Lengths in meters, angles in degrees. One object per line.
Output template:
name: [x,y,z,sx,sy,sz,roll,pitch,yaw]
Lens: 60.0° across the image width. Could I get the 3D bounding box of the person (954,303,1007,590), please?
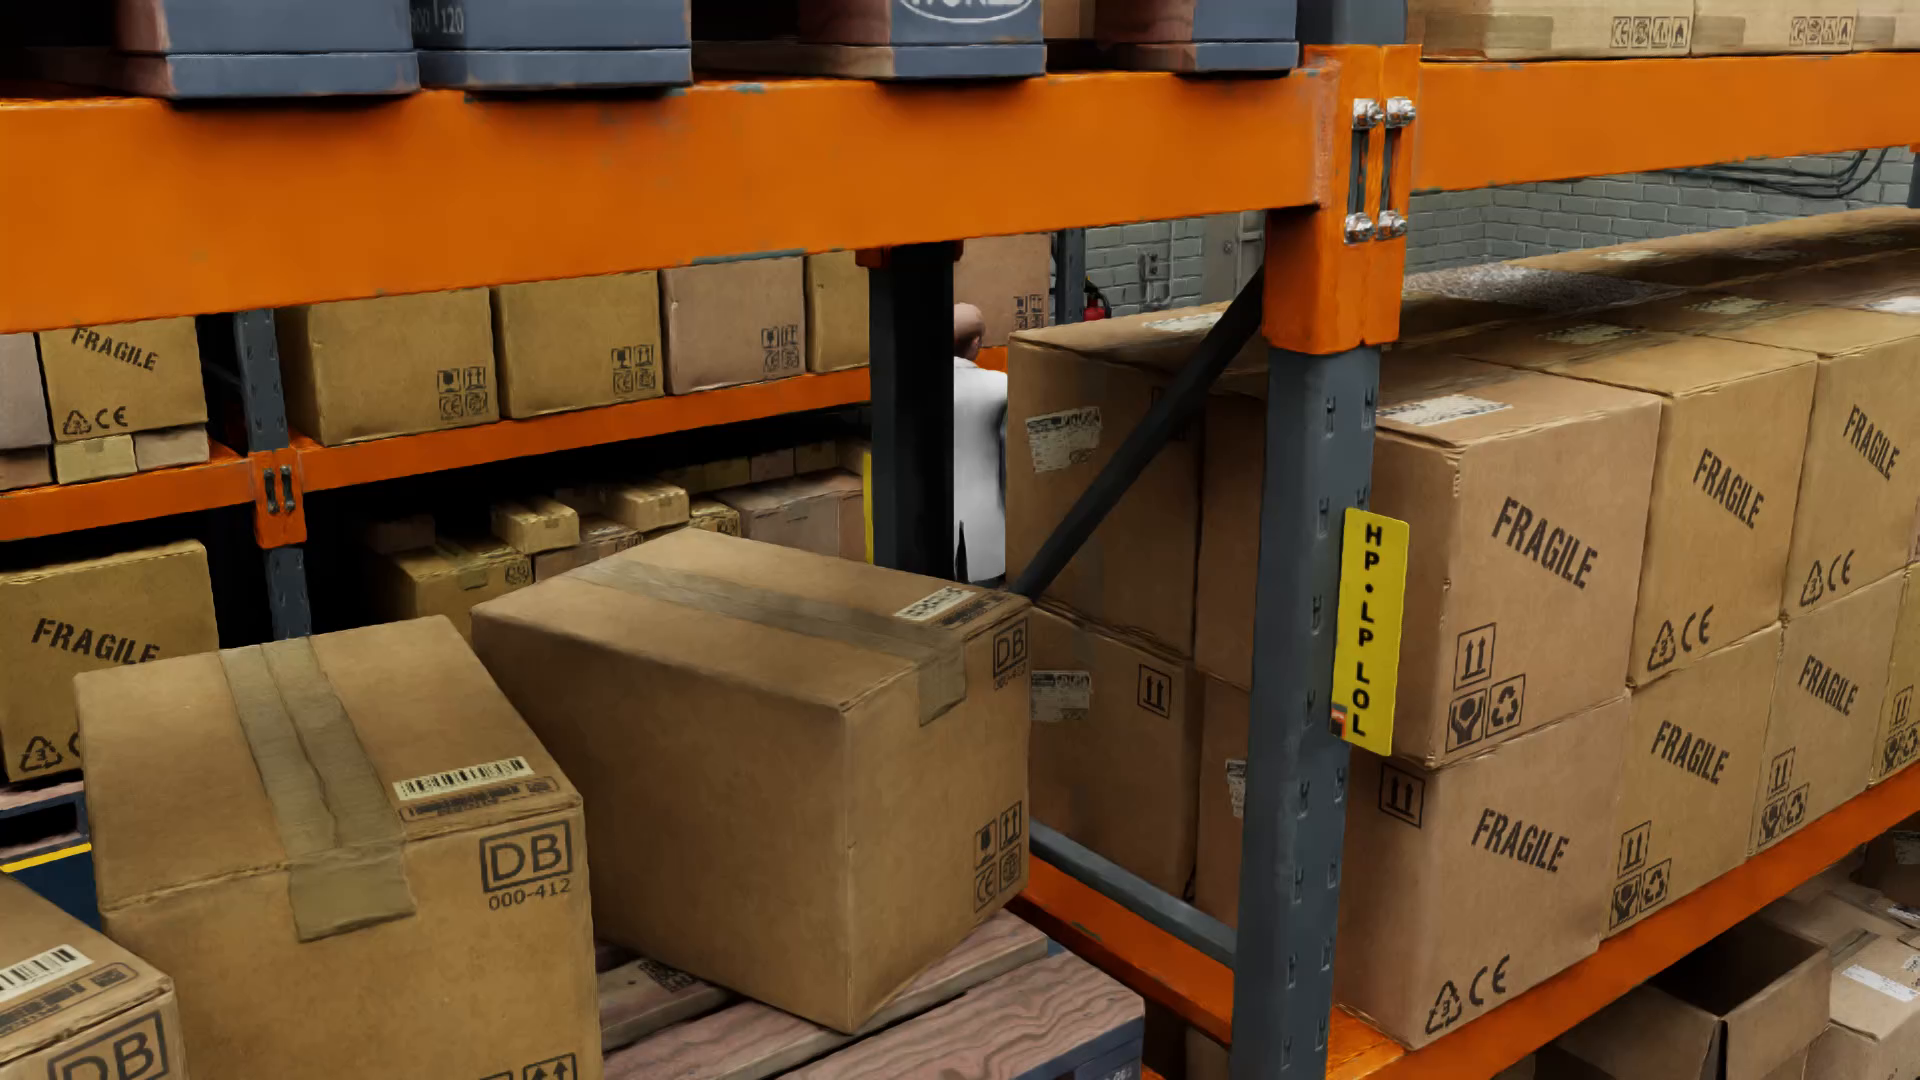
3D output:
person: [-0.051,-0.098,6.841,0.635,1.788,0.467,-5,18,-14]
